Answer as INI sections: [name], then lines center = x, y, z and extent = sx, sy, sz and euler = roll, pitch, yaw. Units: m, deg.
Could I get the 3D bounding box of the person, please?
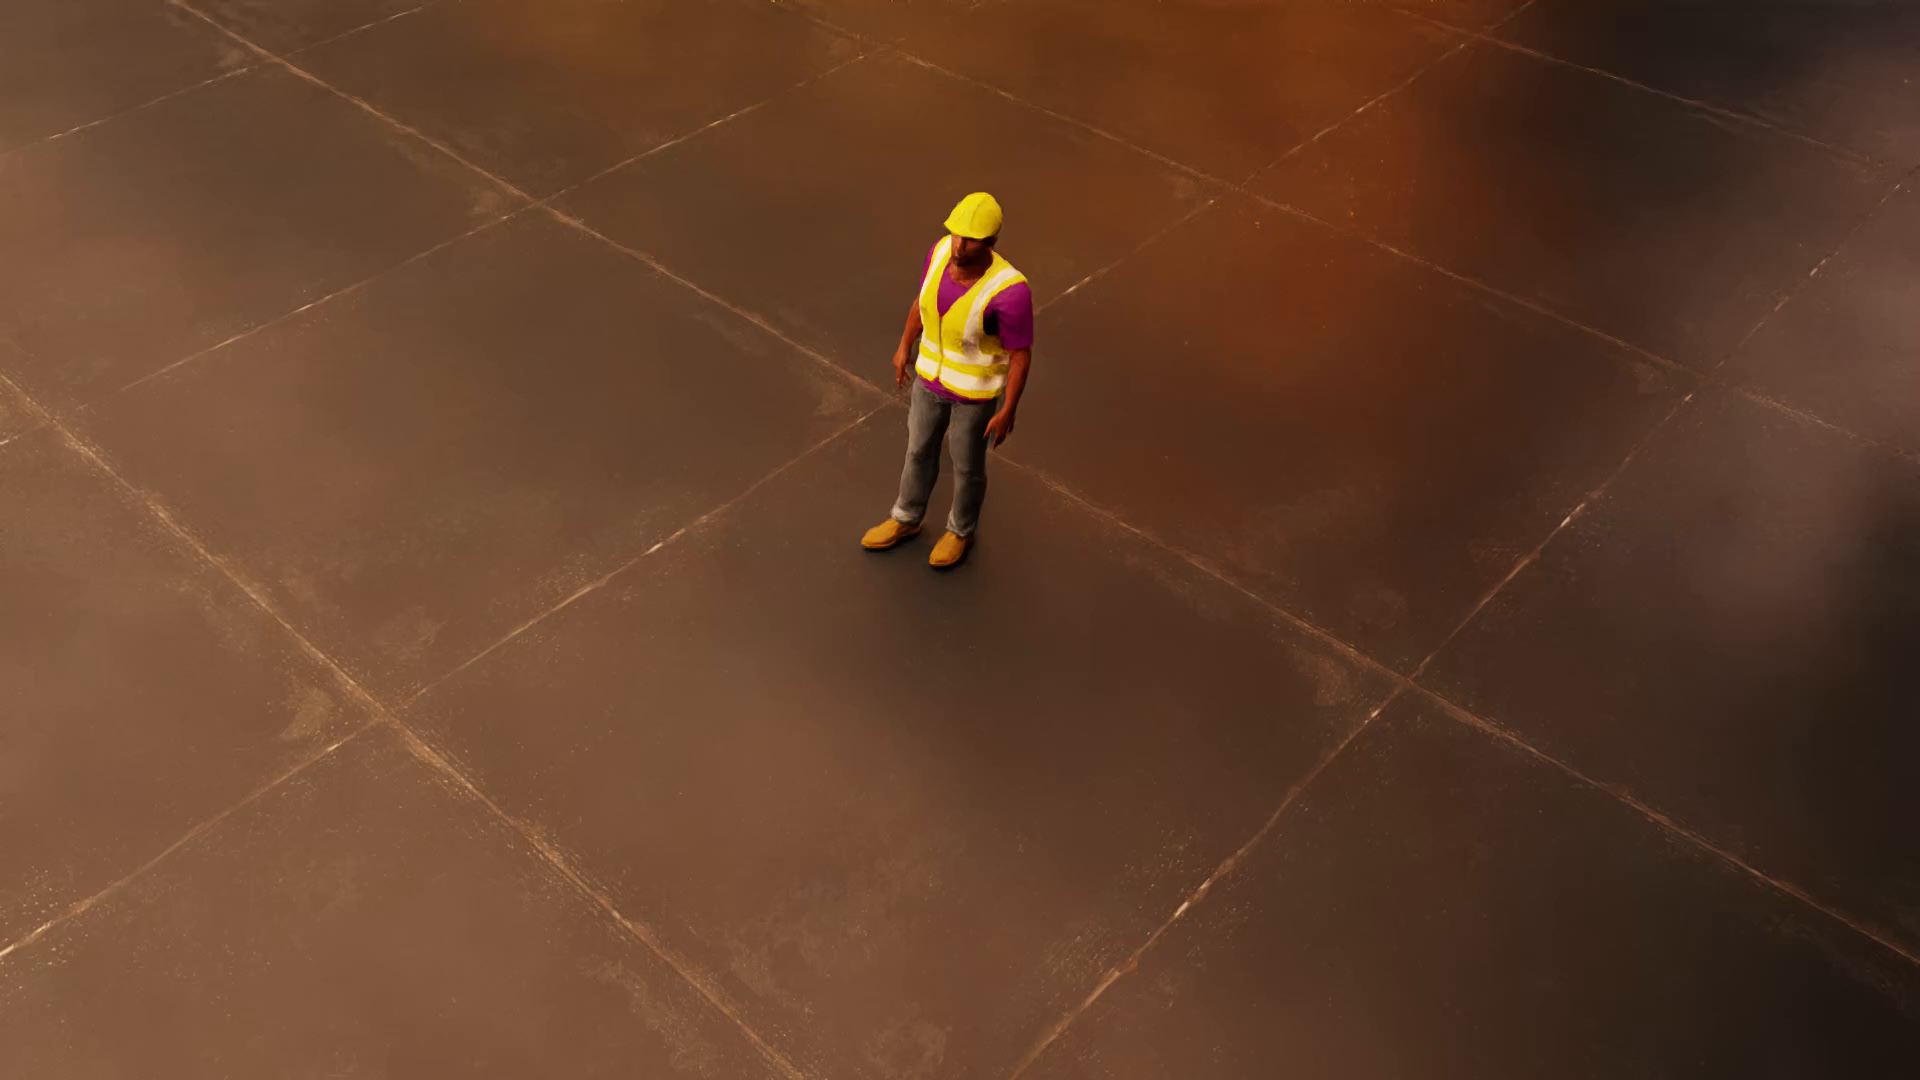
[person]
center = -0.051, -0.642, 7.065
extent = 0.665, 1.760, 0.576
euler = 31, 49, 31
